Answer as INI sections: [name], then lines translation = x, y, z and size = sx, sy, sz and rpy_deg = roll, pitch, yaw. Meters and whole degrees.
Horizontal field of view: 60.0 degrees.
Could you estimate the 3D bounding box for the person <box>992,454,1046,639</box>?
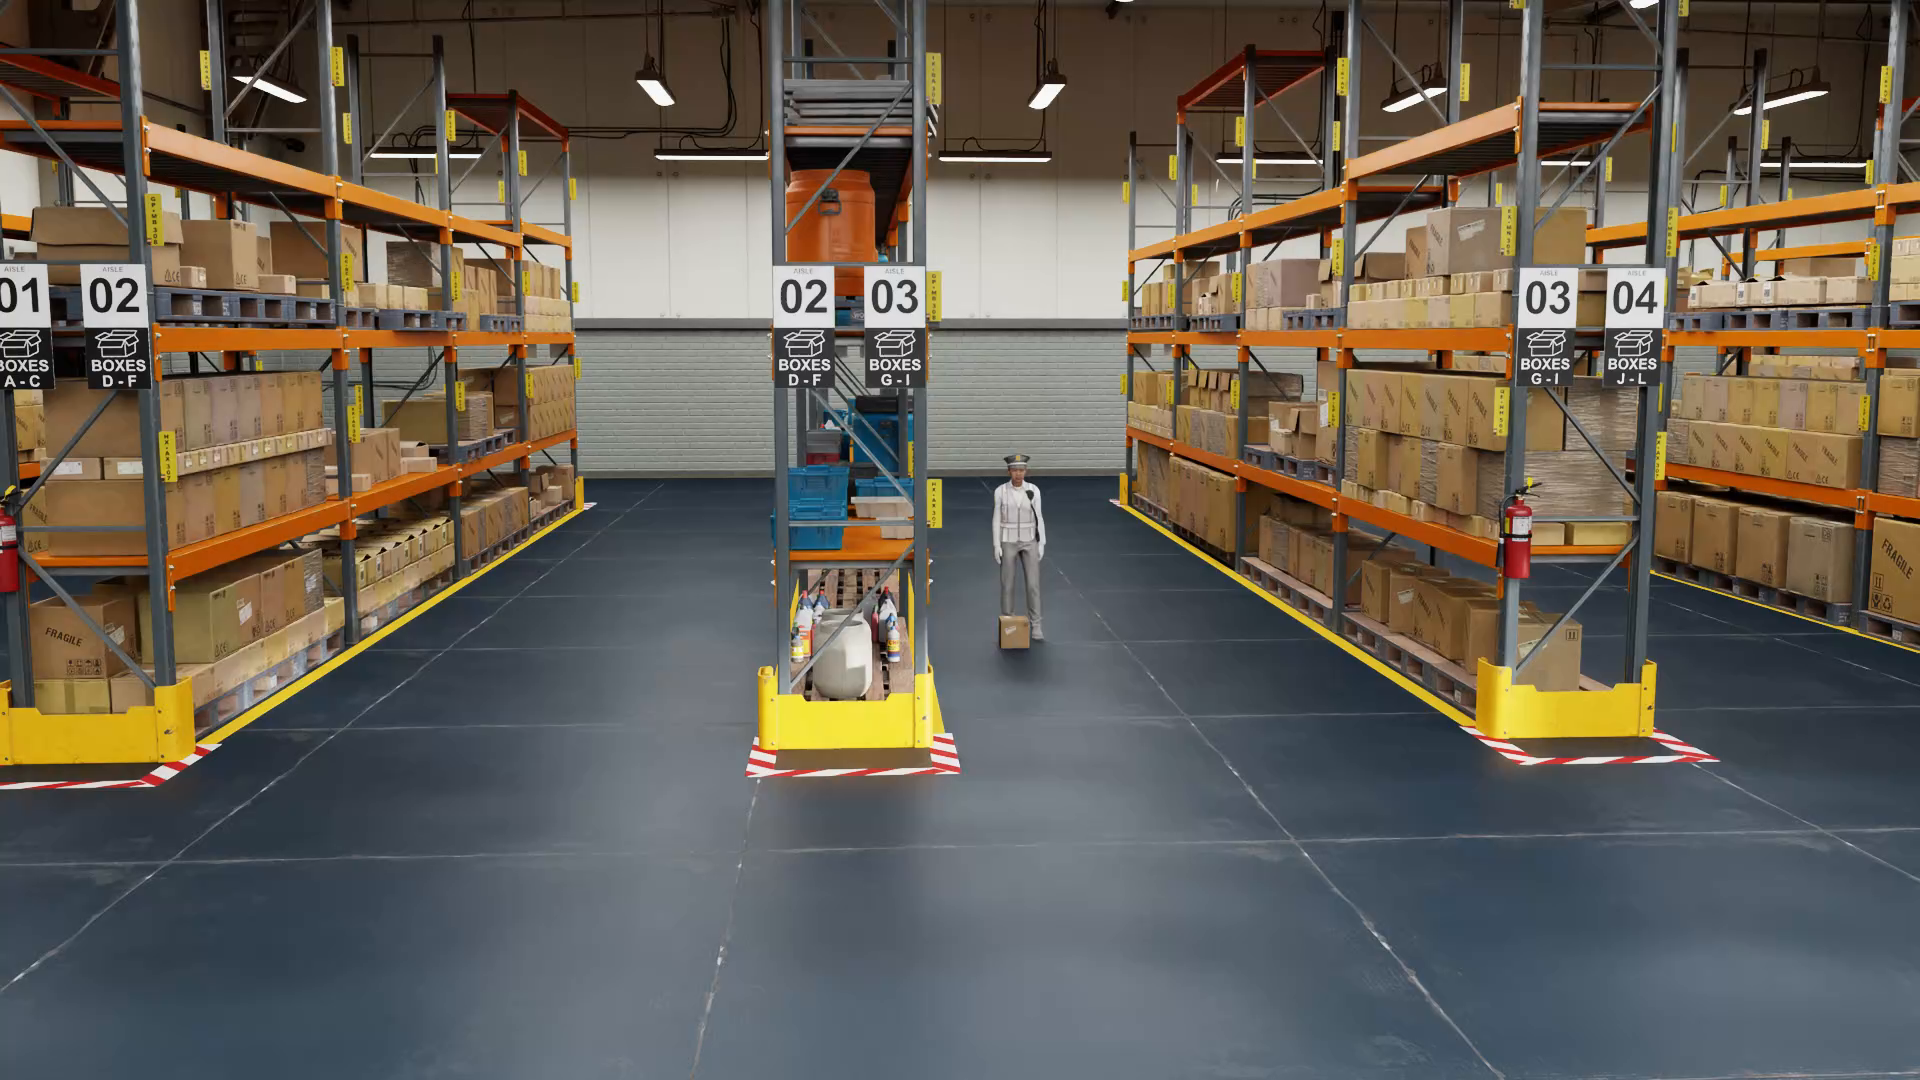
[person]
translation = 0.547, 0.056, 15.127
size = 0.492, 1.680, 0.531
rpy_deg = 0, 7, -2
